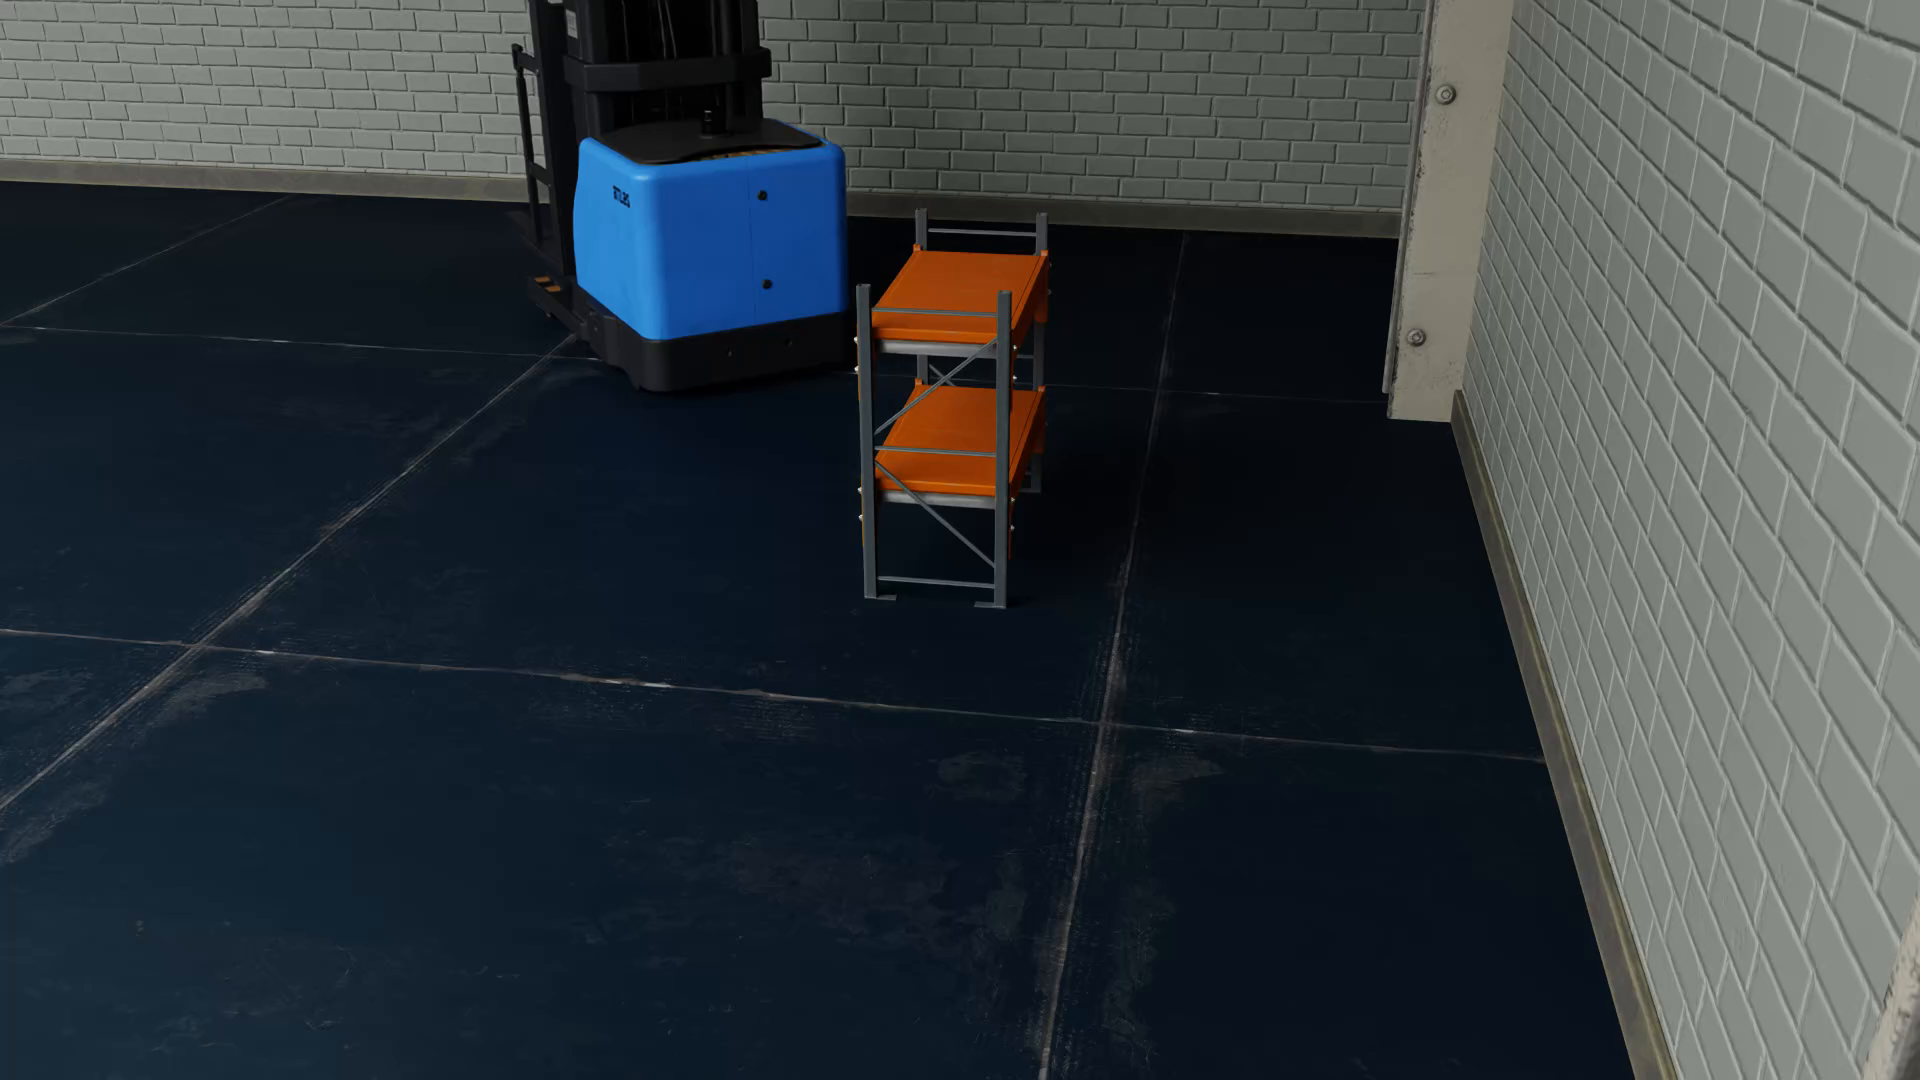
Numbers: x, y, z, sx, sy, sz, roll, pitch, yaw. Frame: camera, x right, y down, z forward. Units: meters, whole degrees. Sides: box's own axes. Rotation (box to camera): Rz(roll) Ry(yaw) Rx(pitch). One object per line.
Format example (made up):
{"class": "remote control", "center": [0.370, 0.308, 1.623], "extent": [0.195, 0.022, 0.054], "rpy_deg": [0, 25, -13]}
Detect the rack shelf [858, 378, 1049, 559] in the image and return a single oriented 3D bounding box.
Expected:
{"class": "rack shelf", "center": [-0.001, -0.285, 6.109], "extent": [0.538, 0.278, 1.000], "rpy_deg": [4, 25, 9]}

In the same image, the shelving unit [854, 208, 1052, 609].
{"class": "shelving unit", "center": [-0.001, -0.507, 6.005], "extent": [0.538, 1.125, 1.048], "rpy_deg": [4, 25, 9]}

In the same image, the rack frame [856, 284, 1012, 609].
{"class": "rack frame", "center": [-0.084, -0.294, 5.551], "extent": [0.500, 1.125, 0.032], "rpy_deg": [4, 25, 9]}

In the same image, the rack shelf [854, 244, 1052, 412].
{"class": "rack shelf", "center": [-0.001, -0.772, 5.881], "extent": [0.538, 0.278, 1.000], "rpy_deg": [4, 25, 9]}

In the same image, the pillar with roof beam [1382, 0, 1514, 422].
{"class": "pillar with roof beam", "center": [-2.158, -4.987, 6.290], "extent": [9.100, 9.000, 0.400], "rpy_deg": [4, 25, 9]}

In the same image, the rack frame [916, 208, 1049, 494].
{"class": "rack frame", "center": [0.082, -0.719, 6.460], "extent": [0.500, 1.125, 0.032], "rpy_deg": [4, 25, 9]}

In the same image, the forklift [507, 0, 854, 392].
{"class": "forklift", "center": [-1.663, -2.583, 8.312], "extent": [1.130, 2.935, 3.031], "rpy_deg": [-13, 28, -26]}
